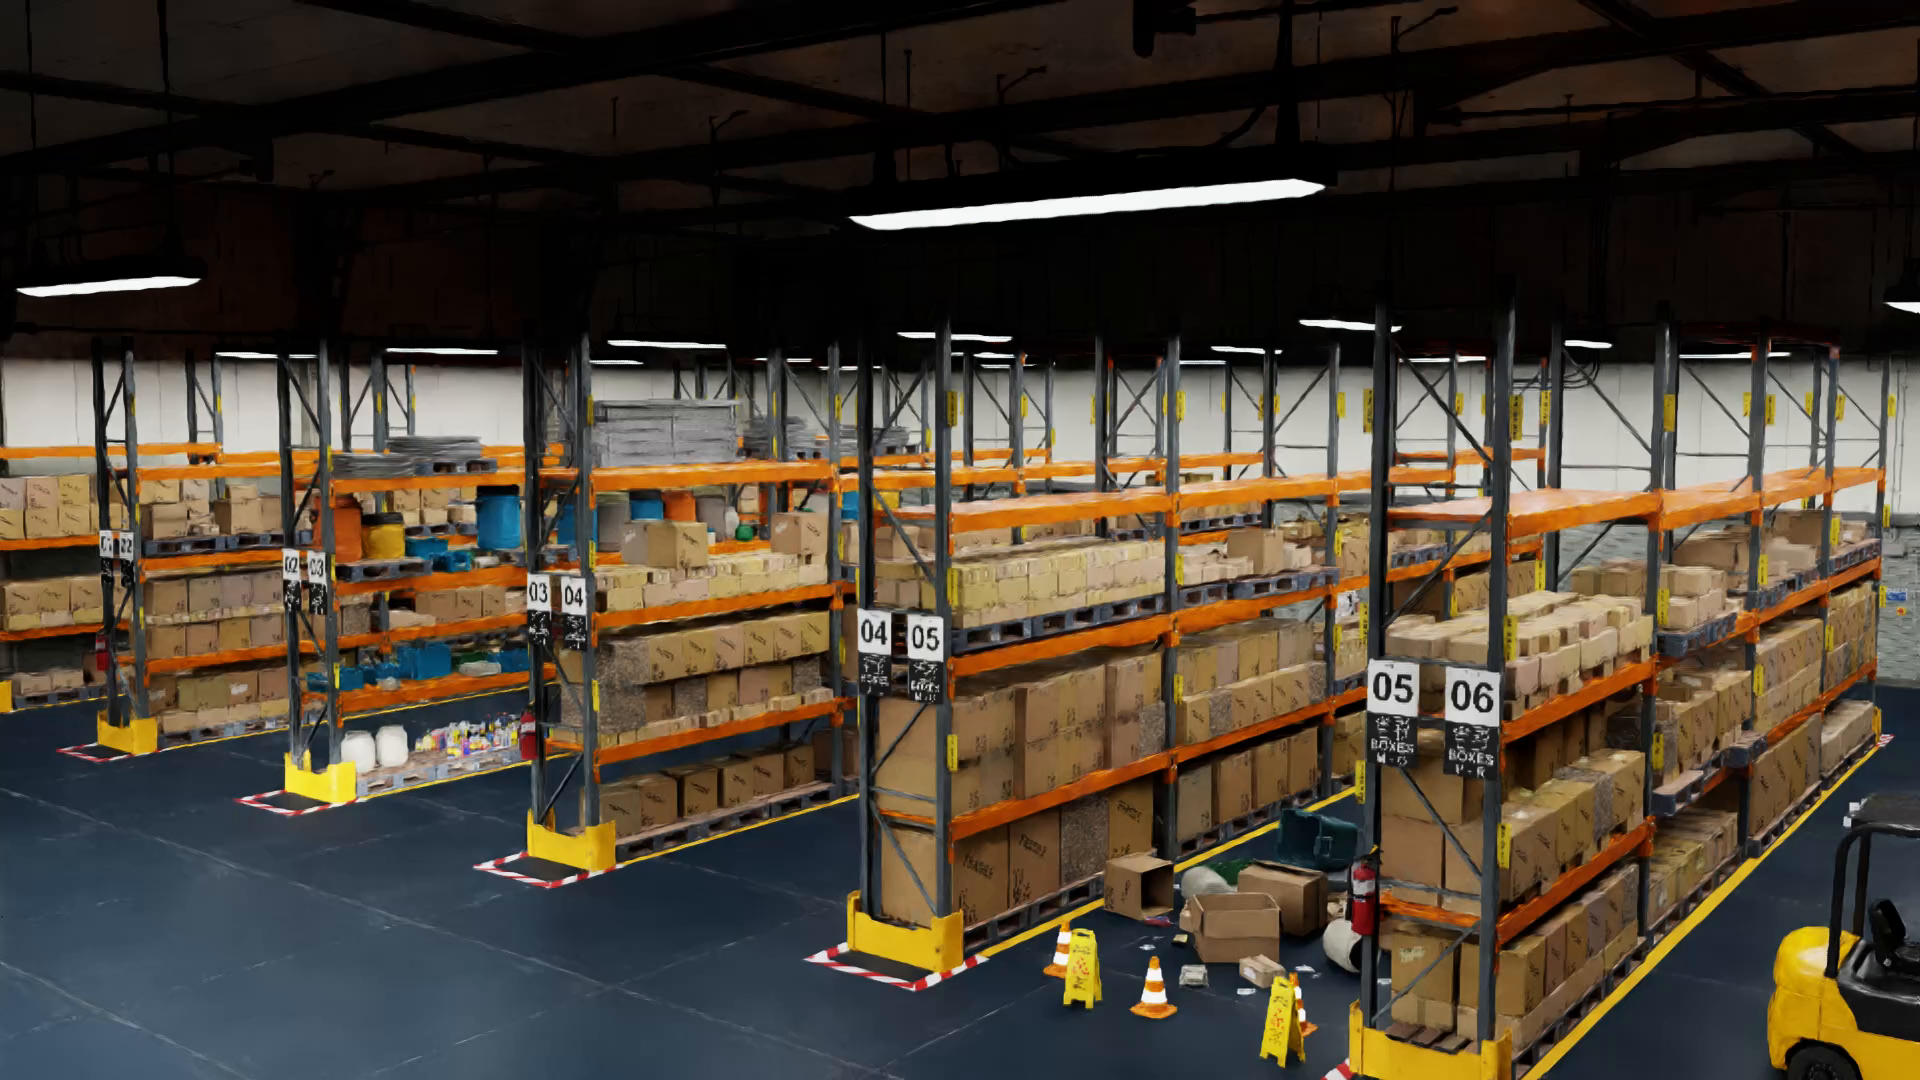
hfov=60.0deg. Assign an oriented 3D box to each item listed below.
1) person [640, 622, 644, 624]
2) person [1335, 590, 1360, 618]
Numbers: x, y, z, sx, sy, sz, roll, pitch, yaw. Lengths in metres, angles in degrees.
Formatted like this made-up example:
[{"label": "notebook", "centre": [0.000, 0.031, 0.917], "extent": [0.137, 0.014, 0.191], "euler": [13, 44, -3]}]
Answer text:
[{"label": "person", "centre": [-5.617, 1.626, 30.343], "extent": [0.452, 1.768, 0.632], "euler": [1, 5, 6]}, {"label": "person", "centre": [7.402, 1.524, 32.075], "extent": [0.701, 1.689, 0.857], "euler": [2, 5, 21]}]
